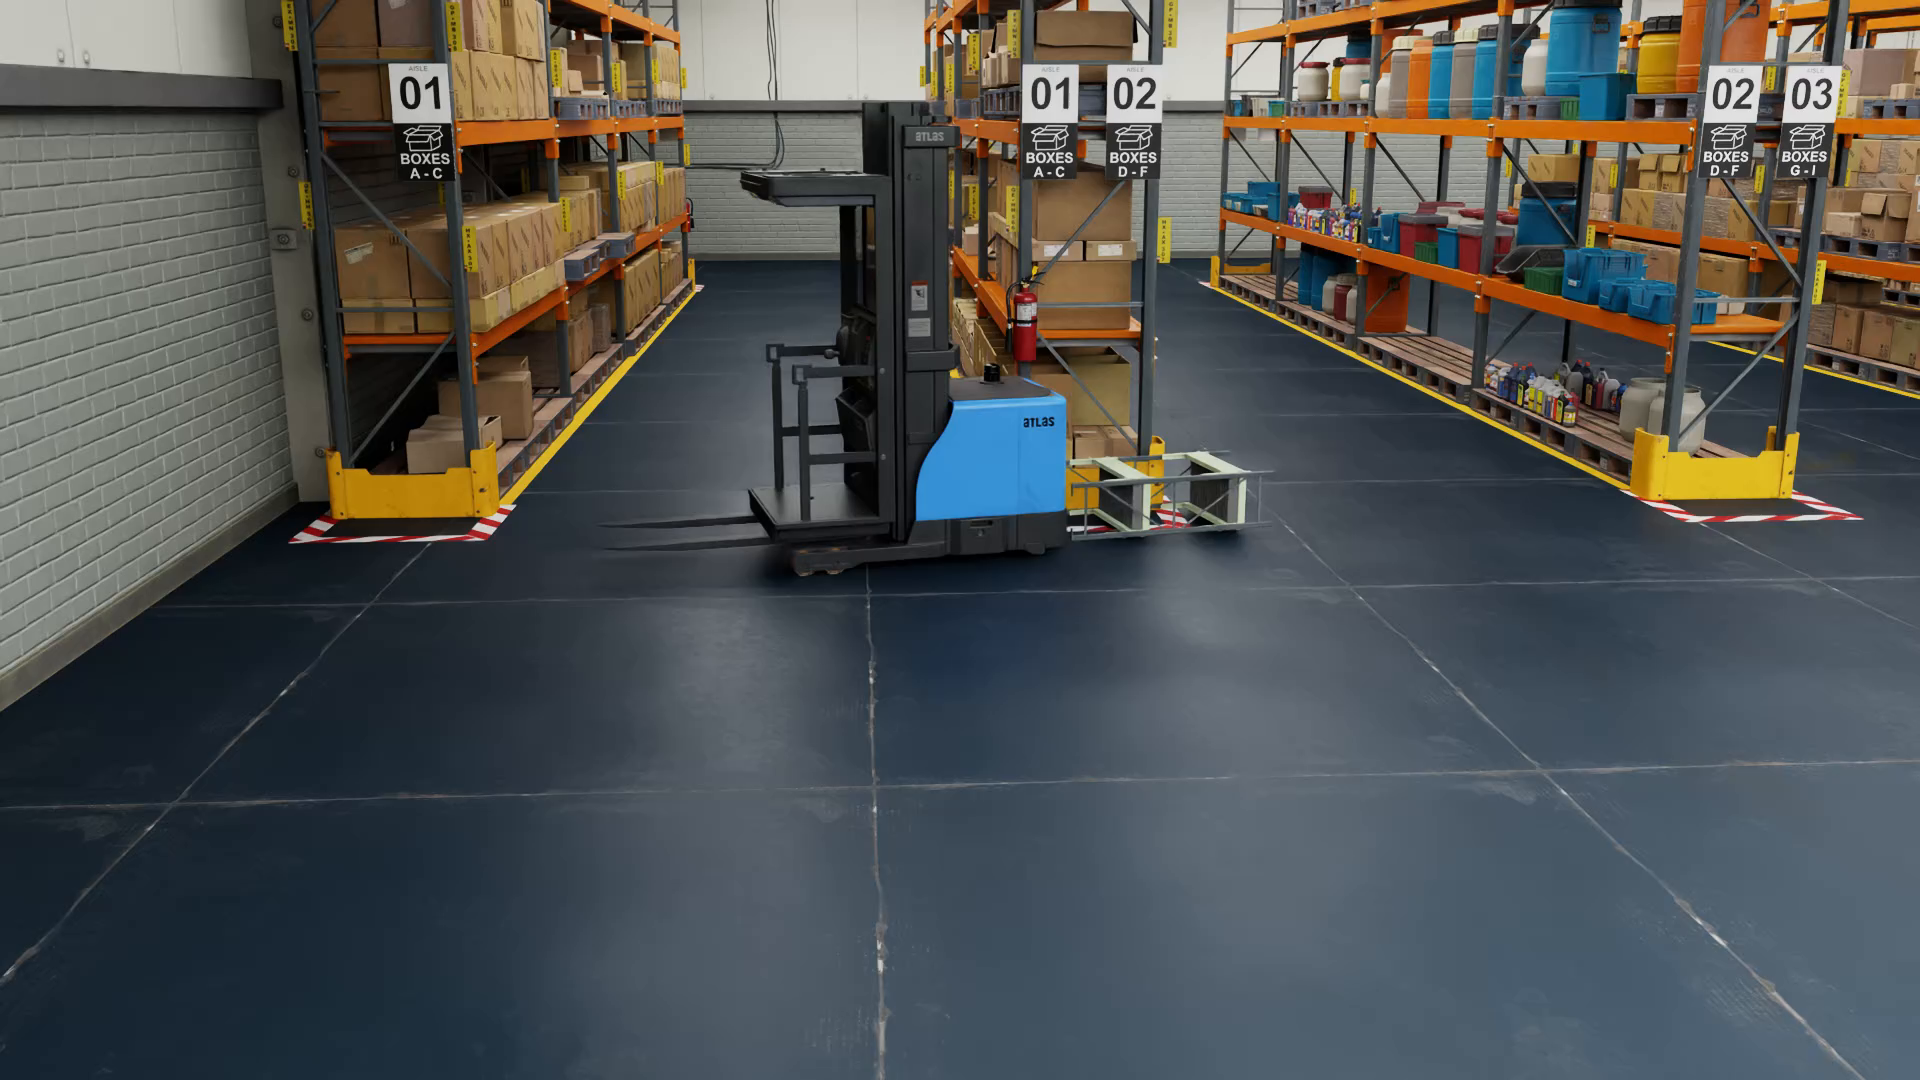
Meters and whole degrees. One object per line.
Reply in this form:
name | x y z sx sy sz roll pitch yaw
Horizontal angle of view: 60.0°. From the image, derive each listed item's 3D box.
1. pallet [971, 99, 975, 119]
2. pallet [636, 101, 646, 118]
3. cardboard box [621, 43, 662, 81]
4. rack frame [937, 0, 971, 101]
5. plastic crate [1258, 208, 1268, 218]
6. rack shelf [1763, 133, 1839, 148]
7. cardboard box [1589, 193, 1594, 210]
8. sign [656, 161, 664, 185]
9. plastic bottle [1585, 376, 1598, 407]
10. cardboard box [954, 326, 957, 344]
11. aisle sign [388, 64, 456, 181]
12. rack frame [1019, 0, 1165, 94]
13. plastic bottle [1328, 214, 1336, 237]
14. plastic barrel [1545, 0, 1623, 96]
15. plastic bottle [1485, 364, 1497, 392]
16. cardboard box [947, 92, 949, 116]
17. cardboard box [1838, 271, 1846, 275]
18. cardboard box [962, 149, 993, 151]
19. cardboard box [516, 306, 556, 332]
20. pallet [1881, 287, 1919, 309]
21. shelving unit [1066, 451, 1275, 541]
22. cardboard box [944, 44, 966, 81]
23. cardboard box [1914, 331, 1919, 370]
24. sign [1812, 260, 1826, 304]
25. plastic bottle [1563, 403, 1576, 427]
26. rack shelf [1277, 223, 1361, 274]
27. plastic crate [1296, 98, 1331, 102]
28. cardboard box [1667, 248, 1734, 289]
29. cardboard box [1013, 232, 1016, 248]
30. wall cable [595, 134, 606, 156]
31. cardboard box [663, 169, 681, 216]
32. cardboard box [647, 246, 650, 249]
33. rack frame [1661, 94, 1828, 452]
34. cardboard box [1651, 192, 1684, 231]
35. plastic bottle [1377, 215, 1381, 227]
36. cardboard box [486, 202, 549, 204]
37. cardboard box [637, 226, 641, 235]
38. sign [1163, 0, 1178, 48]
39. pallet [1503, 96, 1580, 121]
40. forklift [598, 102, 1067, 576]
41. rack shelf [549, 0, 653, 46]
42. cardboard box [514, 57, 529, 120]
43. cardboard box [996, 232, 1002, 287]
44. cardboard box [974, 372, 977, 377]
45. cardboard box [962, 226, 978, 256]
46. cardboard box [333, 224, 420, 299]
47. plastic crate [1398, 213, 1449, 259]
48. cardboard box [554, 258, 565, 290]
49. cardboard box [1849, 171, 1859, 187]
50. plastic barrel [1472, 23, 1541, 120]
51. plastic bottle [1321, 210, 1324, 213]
pallet | 0.633 -4.619 17.816 1.003 0.211 1.213 0 14 -1
pallet | -4.656 -5.753 22.230 0.805 0.209 1.217 -1 15 -6
cardboard box | -4.526 -6.797 23.656 0.500 0.500 0.500 -1 14 -4
rack frame | 0.182 -7.603 23.017 1.000 3.000 0.127 -1 14 -3
plastic crate | 4.789 -4.943 25.150 0.437 0.125 0.590 -1 14 -3
rack shelf | 10.193 -5.456 22.138 1.077 0.370 4.000 -1 14 -3
cardboard box | 9.746 -5.155 25.248 0.500 0.250 0.500 0 14 -2
sign | -4.221 -5.153 23.371 0.100 0.325 0.005 -1 14 -3
plastic bottle | 5.881 -1.389 15.475 0.061 0.283 0.133 -1 14 -3
cardboard box | 0.201 -2.315 19.178 0.500 0.250 0.500 -1 14 -5
aisle sign | -3.715 -2.882 11.489 0.394 0.787 0.004 -1 14 -3
rack frame | 0.926 -4.619 11.418 1.000 3.000 0.127 -1 14 -3
plastic bottle | 4.852 -4.100 21.676 0.061 0.283 0.133 -1 14 -3
plastic barrel | 5.577 -4.433 14.868 0.600 0.901 0.708 -1 14 -3
plastic bottle | 5.204 -1.589 16.276 0.097 0.271 0.097 0 14 0
cardboard box | 0.305 -5.568 20.927 0.910 0.500 0.500 -1 14 -3
cardboard box | 14.629 -4.331 27.216 0.380 0.149 0.250 -1 14 -3
cardboard box | 0.268 -5.993 26.592 0.500 0.500 0.500 0 14 -2
cardboard box | -4.359 -2.289 17.030 0.500 0.250 0.500 -1 14 -5
pallet | 14.949 -3.717 25.549 1.003 0.211 1.213 -1 14 -3
shelving unit | 1.376 -0.328 11.816 1.500 0.431 0.755 -4 15 -15
cardboard box | 0.114 -6.803 23.721 0.700 0.500 0.500 -1 14 -3
cardboard box | 10.549 -2.016 17.474 0.700 0.500 0.500 -2 15 -8
sign | 6.419 -1.930 12.453 0.100 0.325 0.005 -1 14 -3
plastic bottle | 5.318 -1.097 14.501 0.097 0.201 0.097 0 14 0
rack shelf | 5.250 -3.927 22.214 1.077 0.370 4.000 -1 14 -3
plastic crate | 5.323 -6.476 24.917 0.497 0.269 0.590 -1 14 -3
cardboard box | 10.248 -3.423 22.231 1.225 0.875 0.875 -1 14 -3
cardboard box | 0.630 -2.490 13.681 0.380 0.149 0.250 0 14 -2
wall cable | -6.033 -6.411 28.384 0.084 1.984 1.851 -1 14 -3
cardboard box | -4.912 -5.453 26.097 0.980 0.700 0.700 -1 14 -4
cardboard box | -4.994 -4.462 25.721 0.380 0.149 0.250 -1 14 -3
rack frame | 5.870 -1.789 12.459 1.000 3.000 0.127 -1 14 -3
cardboard box | 9.911 -4.530 22.913 0.500 0.500 0.500 -1 14 -5
plastic bottle | 5.584 -4.176 21.985 0.152 0.276 0.135 -1 14 -3
cardboard box | -4.264 -3.019 16.157 0.700 0.500 0.500 -1 14 -3
cardboard box | -4.423 -4.112 21.952 0.380 0.149 0.250 -1 14 -5
sign | 1.480 -3.635 11.700 0.100 0.325 0.005 -1 14 -3
pallet | 5.764 -3.967 15.283 1.213 0.211 1.003 -1 14 -3
forklift | -0.859 -1.333 10.826 3.031 2.935 1.130 -4 15 -15
rack shelf | -4.638 -6.486 20.922 1.077 0.370 4.000 -1 14 -3
cardboard box | -3.897 -3.756 13.846 0.500 0.500 0.500 -1 15 -6
cardboard box | 0.711 -2.646 15.590 0.700 0.500 0.500 -1 14 -5
cardboard box | 0.404 -1.460 15.855 0.500 0.250 0.500 -1 14 -3
cardboard box | 0.292 -3.434 19.033 0.500 0.311 0.500 -1 14 -4
cardboard box | -4.260 -2.050 12.230 0.500 0.500 0.500 -1 14 -4
plastic crate | 5.169 -3.403 18.603 0.402 0.464 0.583 -1 14 -3
cardboard box | -3.934 -2.455 15.307 0.500 0.250 0.500 -1 14 -3
cardboard box | 14.607 -5.718 26.931 0.500 0.500 0.500 -1 14 -3
plastic barrel | 5.374 -4.602 16.367 0.600 0.901 0.708 -1 14 -3
plastic bottle | 4.984 -4.364 22.717 0.152 0.276 0.135 -1 14 -3
